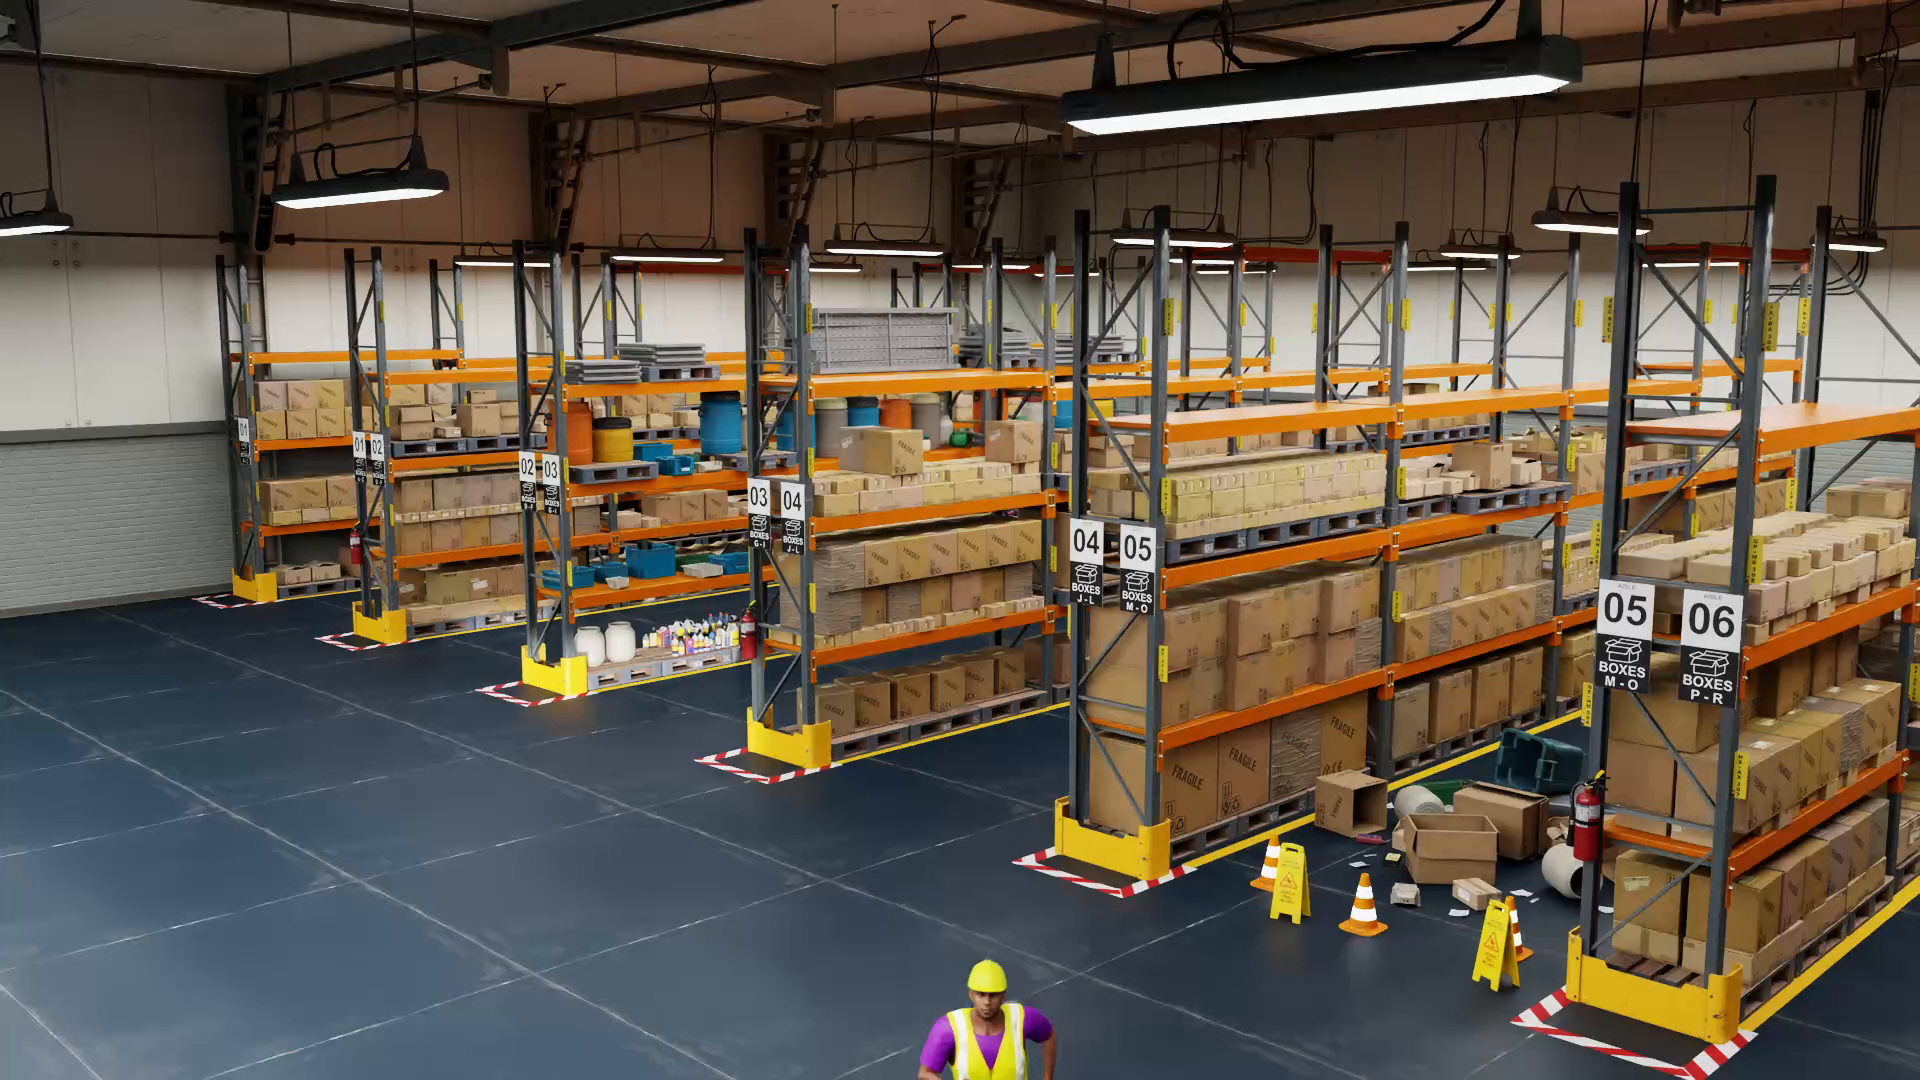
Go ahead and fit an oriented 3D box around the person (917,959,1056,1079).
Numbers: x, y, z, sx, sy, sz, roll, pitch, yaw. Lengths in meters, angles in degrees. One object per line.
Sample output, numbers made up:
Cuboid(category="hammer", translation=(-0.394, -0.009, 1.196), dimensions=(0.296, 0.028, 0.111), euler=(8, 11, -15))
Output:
Cuboid(category="person", translation=(0.142, 3.073, 8.703), dimensions=(0.720, 1.831, 0.787), euler=(0, 8, 3))
